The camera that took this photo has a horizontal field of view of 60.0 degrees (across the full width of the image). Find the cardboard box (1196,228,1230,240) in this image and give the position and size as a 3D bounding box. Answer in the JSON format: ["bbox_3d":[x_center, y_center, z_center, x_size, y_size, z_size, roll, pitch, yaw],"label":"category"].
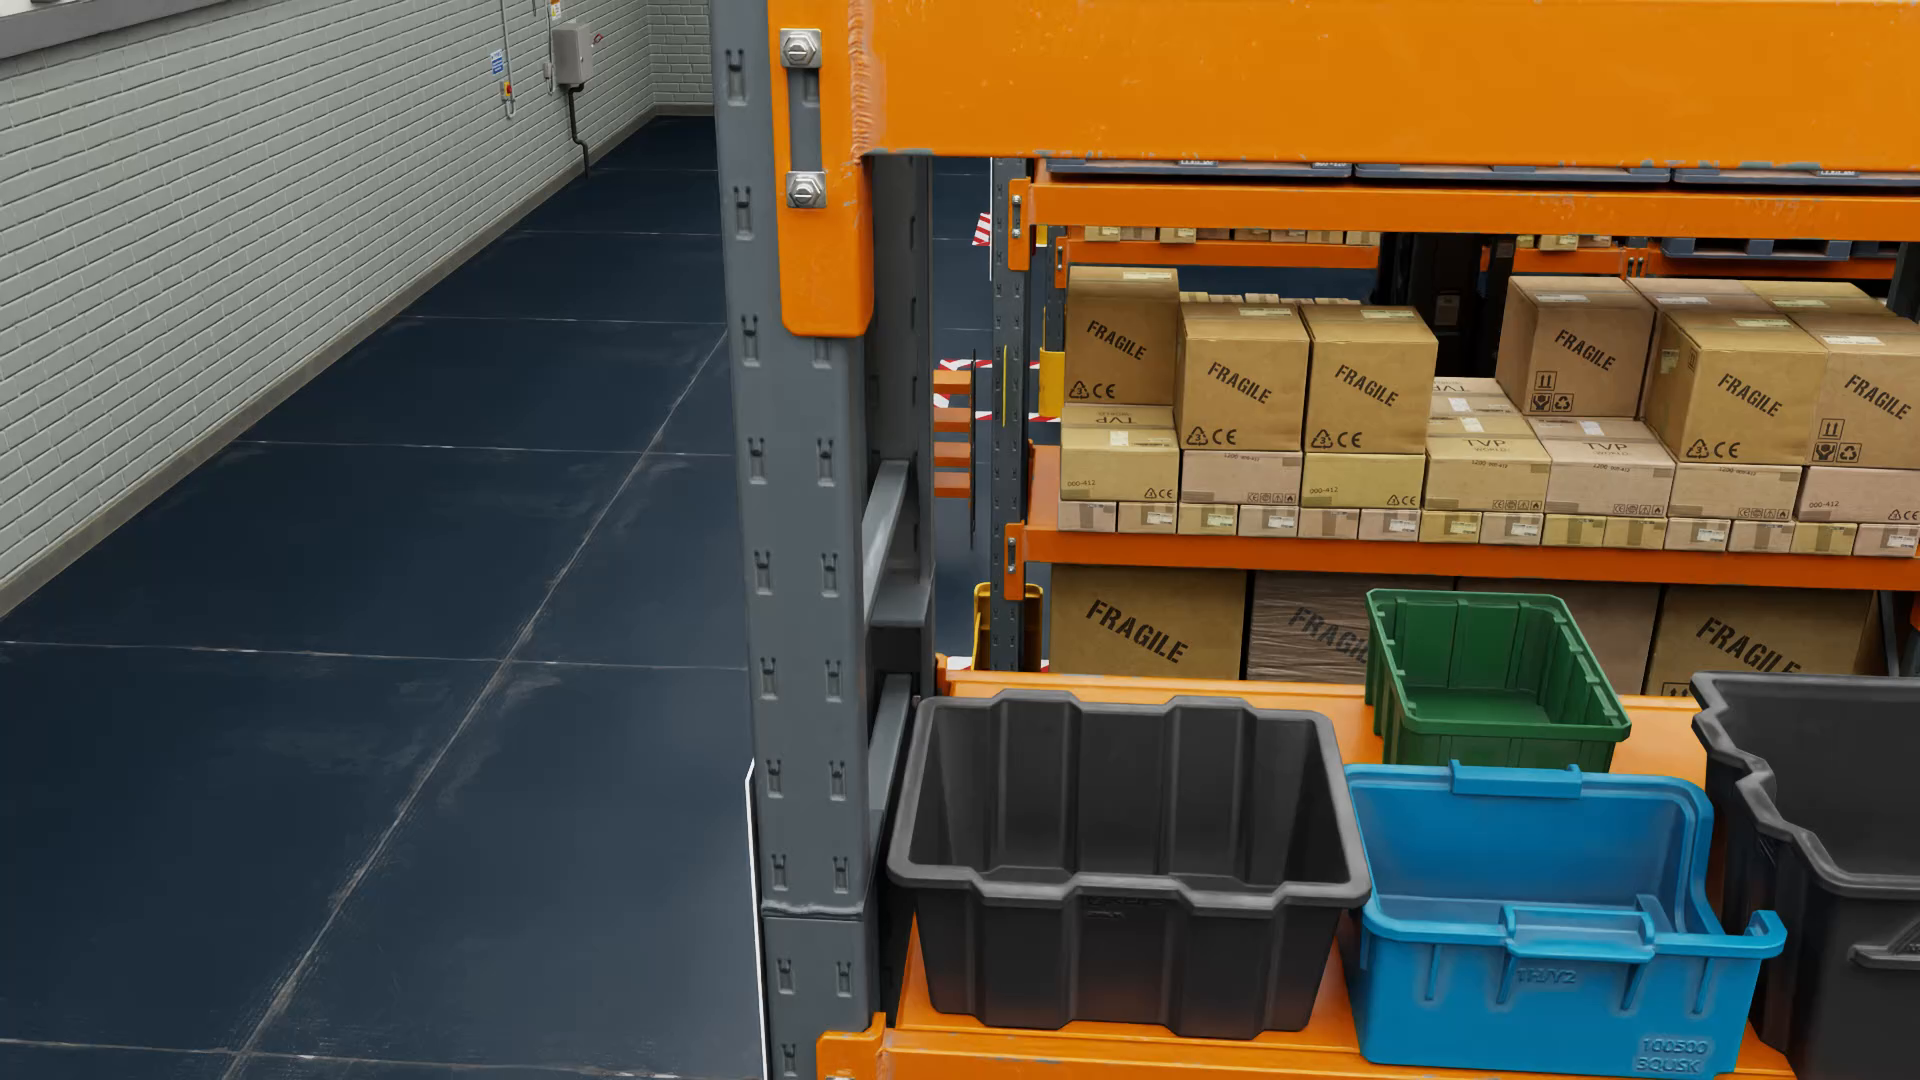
[{"bbox_3d":[1.803,-2.271,11.898,0.250,0.149,0.380,3,25,6],"label":"cardboard box"}]

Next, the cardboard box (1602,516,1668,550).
[{"bbox_3d":[2.867,-0.105,7.191,0.250,0.149,0.380,2,25,5],"label":"cardboard box"}]

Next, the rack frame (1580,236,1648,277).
[{"bbox_3d":[4.703,-2.377,11.828,0.127,3.000,1.000,2,25,4],"label":"rack frame"}]

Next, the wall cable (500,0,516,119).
[{"bbox_3d":[-4.631,-5.218,16.749,0.123,1.953,0.585,2,25,4],"label":"wall cable"}]

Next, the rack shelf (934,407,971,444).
[{"bbox_3d":[-0.165,-0.692,9.945,0.480,0.148,0.258,2,25,4],"label":"rack shelf"}]

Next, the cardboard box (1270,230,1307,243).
[{"bbox_3d":[2.315,-2.233,11.814,0.250,0.149,0.380,1,25,3],"label":"cardboard box"}]

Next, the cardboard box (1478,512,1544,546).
[{"bbox_3d":[2.358,-0.122,7.227,0.250,0.149,0.380,2,25,5],"label":"cardboard box"}]

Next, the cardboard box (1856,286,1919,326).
[{"bbox_3d":[6.459,-1.605,11.741,0.500,0.250,0.500,3,25,6],"label":"cardboard box"}]

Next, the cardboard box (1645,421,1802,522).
[{"bbox_3d":[3.246,-0.301,7.139,0.500,0.250,0.500,3,25,6],"label":"cardboard box"}]

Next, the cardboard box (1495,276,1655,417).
[{"bbox_3d":[2.755,-0.877,7.493,0.500,0.500,0.500,1,25,2],"label":"cardboard box"}]

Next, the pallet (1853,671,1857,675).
[{"bbox_3d":[4.998,0.947,7.940,1.213,0.211,1.003,2,25,4],"label":"pallet"}]

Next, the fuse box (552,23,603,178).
[{"bbox_3d":[-4.325,-5.028,19.130,0.414,1.711,0.539,2,25,4],"label":"fuse box"}]

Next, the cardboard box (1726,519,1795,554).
[{"bbox_3d":[3.381,-0.089,7.155,0.250,0.149,0.380,1,25,3],"label":"cardboard box"}]

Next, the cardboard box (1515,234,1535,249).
[{"bbox_3d":[3.873,-2.171,11.681,0.250,0.149,0.380,3,25,6],"label":"cardboard box"}]

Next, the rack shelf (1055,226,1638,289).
[{"bbox_3d":[2.709,-2.115,12.118,4.000,0.370,1.077,2,25,4],"label":"rack shelf"}]

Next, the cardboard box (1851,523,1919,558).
[{"bbox_3d":[3.894,-0.072,7.120,0.250,0.149,0.380,2,25,4],"label":"cardboard box"}]

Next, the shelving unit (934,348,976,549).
[{"bbox_3d":[-0.165,-0.550,10.011,0.503,1.200,0.258,2,25,4],"label":"shelving unit"}]

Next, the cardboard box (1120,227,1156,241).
[{"bbox_3d":[1.270,-2.253,11.859,0.250,0.149,0.380,3,25,6],"label":"cardboard box"}]

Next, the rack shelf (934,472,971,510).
[{"bbox_3d":[-0.165,-0.309,10.122,0.480,0.148,0.258,2,25,4],"label":"rack shelf"}]

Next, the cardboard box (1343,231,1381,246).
[{"bbox_3d":[2.836,-2.195,11.732,0.250,0.149,0.380,2,25,5],"label":"cardboard box"}]

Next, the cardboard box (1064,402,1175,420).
[{"bbox_3d":[0.738,-0.603,7.797,0.500,0.250,0.500,1,25,3],"label":"cardboard box"}]

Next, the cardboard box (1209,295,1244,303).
[{"bbox_3d":[2.030,-1.738,12.635,0.250,0.149,0.380,1,25,2],"label":"cardboard box"}]

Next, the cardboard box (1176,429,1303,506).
[{"bbox_3d":[1.211,-0.367,7.282,0.500,0.250,0.500,2,25,3],"label":"cardboard box"}]

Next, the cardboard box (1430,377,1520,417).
[{"bbox_3d":[2.271,-0.556,7.693,0.500,0.250,0.500,2,25,4],"label":"cardboard box"}]

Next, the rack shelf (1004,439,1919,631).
[{"bbox_3d":[2.229,-0.051,7.632,4.000,0.370,1.077,2,25,4],"label":"rack shelf"}]

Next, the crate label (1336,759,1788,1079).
[{"bbox_3d":[0.750,0.492,2.182,0.502,0.251,0.408,2,25,4],"label":"crate label"}]

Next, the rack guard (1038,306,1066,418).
[{"bbox_3d":[0.791,-1.367,12.624,0.348,0.500,1.175,2,25,4],"label":"rack guard"}]

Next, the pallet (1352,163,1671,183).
[{"bbox_3d":[2.195,-1.706,6.888,1.213,0.211,1.003,2,25,4],"label":"pallet"}]

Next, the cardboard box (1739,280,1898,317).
[{"bbox_3d":[3.765,-0.843,7.420,0.500,0.500,0.500,2,25,4],"label":"cardboard box"}]

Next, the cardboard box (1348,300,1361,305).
[{"bbox_3d":[3.062,-1.677,12.503,0.250,0.149,0.380,1,25,2],"label":"cardboard box"}]

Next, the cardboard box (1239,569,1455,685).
[{"bbox_3d":[1.786,0.349,7.942,0.875,0.875,0.875,2,25,4],"label":"cardboard box"}]

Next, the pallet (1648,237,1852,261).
[{"bbox_3d":[5.454,-2.205,11.683,1.213,0.211,1.003,2,25,4],"label":"pallet"}]

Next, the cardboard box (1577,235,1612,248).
[{"bbox_3d":[4.400,-2.175,11.689,0.250,0.149,0.380,2,25,3],"label":"cardboard box"}]

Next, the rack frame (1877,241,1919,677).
[{"bbox_3d":[4.223,-0.313,7.343,0.127,3.000,1.000,2,25,4],"label":"rack frame"}]

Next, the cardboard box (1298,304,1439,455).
[{"bbox_3d":[1.708,-0.691,7.090,0.500,0.500,0.500,1,25,3],"label":"cardboard box"}]

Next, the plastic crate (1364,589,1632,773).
[{"bbox_3d":[0.860,0.269,2.742,0.336,0.188,0.450,2,25,4],"label":"plastic crate"}]

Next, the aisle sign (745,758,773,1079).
[{"bbox_3d":[-0.239,0.563,2.327,0.004,0.787,0.394,2,25,4],"label":"aisle sign"}]

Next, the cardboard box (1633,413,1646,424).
[{"bbox_3d":[3.279,-0.523,7.621,0.500,0.250,0.500,2,25,4],"label":"cardboard box"}]

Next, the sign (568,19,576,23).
[{"bbox_3d":[-4.493,-5.783,19.342,0.001,0.494,0.329,2,25,4],"label":"sign"}]

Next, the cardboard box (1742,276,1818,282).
[{"bbox_3d":[5.977,-1.833,12.236,0.500,0.250,0.500,3,25,6],"label":"cardboard box"}]

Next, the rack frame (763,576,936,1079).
[{"bbox_3d":[-0.145,1.623,3.135,0.127,3.000,1.000,2,25,4],"label":"rack frame"}]

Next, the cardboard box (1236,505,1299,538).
[{"bbox_3d":[1.334,-0.155,7.299,0.250,0.149,0.380,1,25,3],"label":"cardboard box"}]

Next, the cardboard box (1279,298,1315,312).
[{"bbox_3d":[2.556,-1.698,12.548,0.250,0.149,0.380,1,25,2],"label":"cardboard box"}]

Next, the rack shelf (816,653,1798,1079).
[{"bbox_3d":[1.849,0.651,2.519,4.000,0.370,1.077,2,25,4],"label":"rack shelf"}]

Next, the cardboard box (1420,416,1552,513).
[{"bbox_3d":[2.232,-0.335,7.212,0.500,0.250,0.500,1,25,3],"label":"cardboard box"}]

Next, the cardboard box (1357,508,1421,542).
[{"bbox_3d":[1.845,-0.138,7.263,0.250,0.149,0.380,2,25,3],"label":"cardboard box"}]

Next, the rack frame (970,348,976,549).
[{"bbox_3d":[0.078,-0.543,9.994,0.015,1.200,0.240,2,25,4],"label":"rack frame"}]

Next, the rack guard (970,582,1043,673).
[{"bbox_3d":[0.210,0.693,8.145,0.348,0.500,1.175,2,25,4],"label":"rack guard"}]

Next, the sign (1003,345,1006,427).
[{"bbox_3d":[0.186,-0.640,6.921,0.005,0.325,0.100,2,25,4],"label":"sign"}]

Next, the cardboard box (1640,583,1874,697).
[{"bbox_3d":[3.571,0.407,7.817,0.875,0.875,0.875,2,25,4],"label":"cardboard box"}]

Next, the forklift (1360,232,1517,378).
[{"bbox_3d":[3.255,-1.417,9.823,3.031,2.935,1.130,0,25,0],"label":"forklift"}]

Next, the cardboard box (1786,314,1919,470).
[{"bbox_3d":[3.744,-0.624,6.945,0.500,0.500,0.500,3,25,6],"label":"cardboard box"}]

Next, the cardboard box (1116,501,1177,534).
[{"bbox_3d":[0.819,-0.171,7.333,0.250,0.149,0.380,1,25,3],"label":"cardboard box"}]
